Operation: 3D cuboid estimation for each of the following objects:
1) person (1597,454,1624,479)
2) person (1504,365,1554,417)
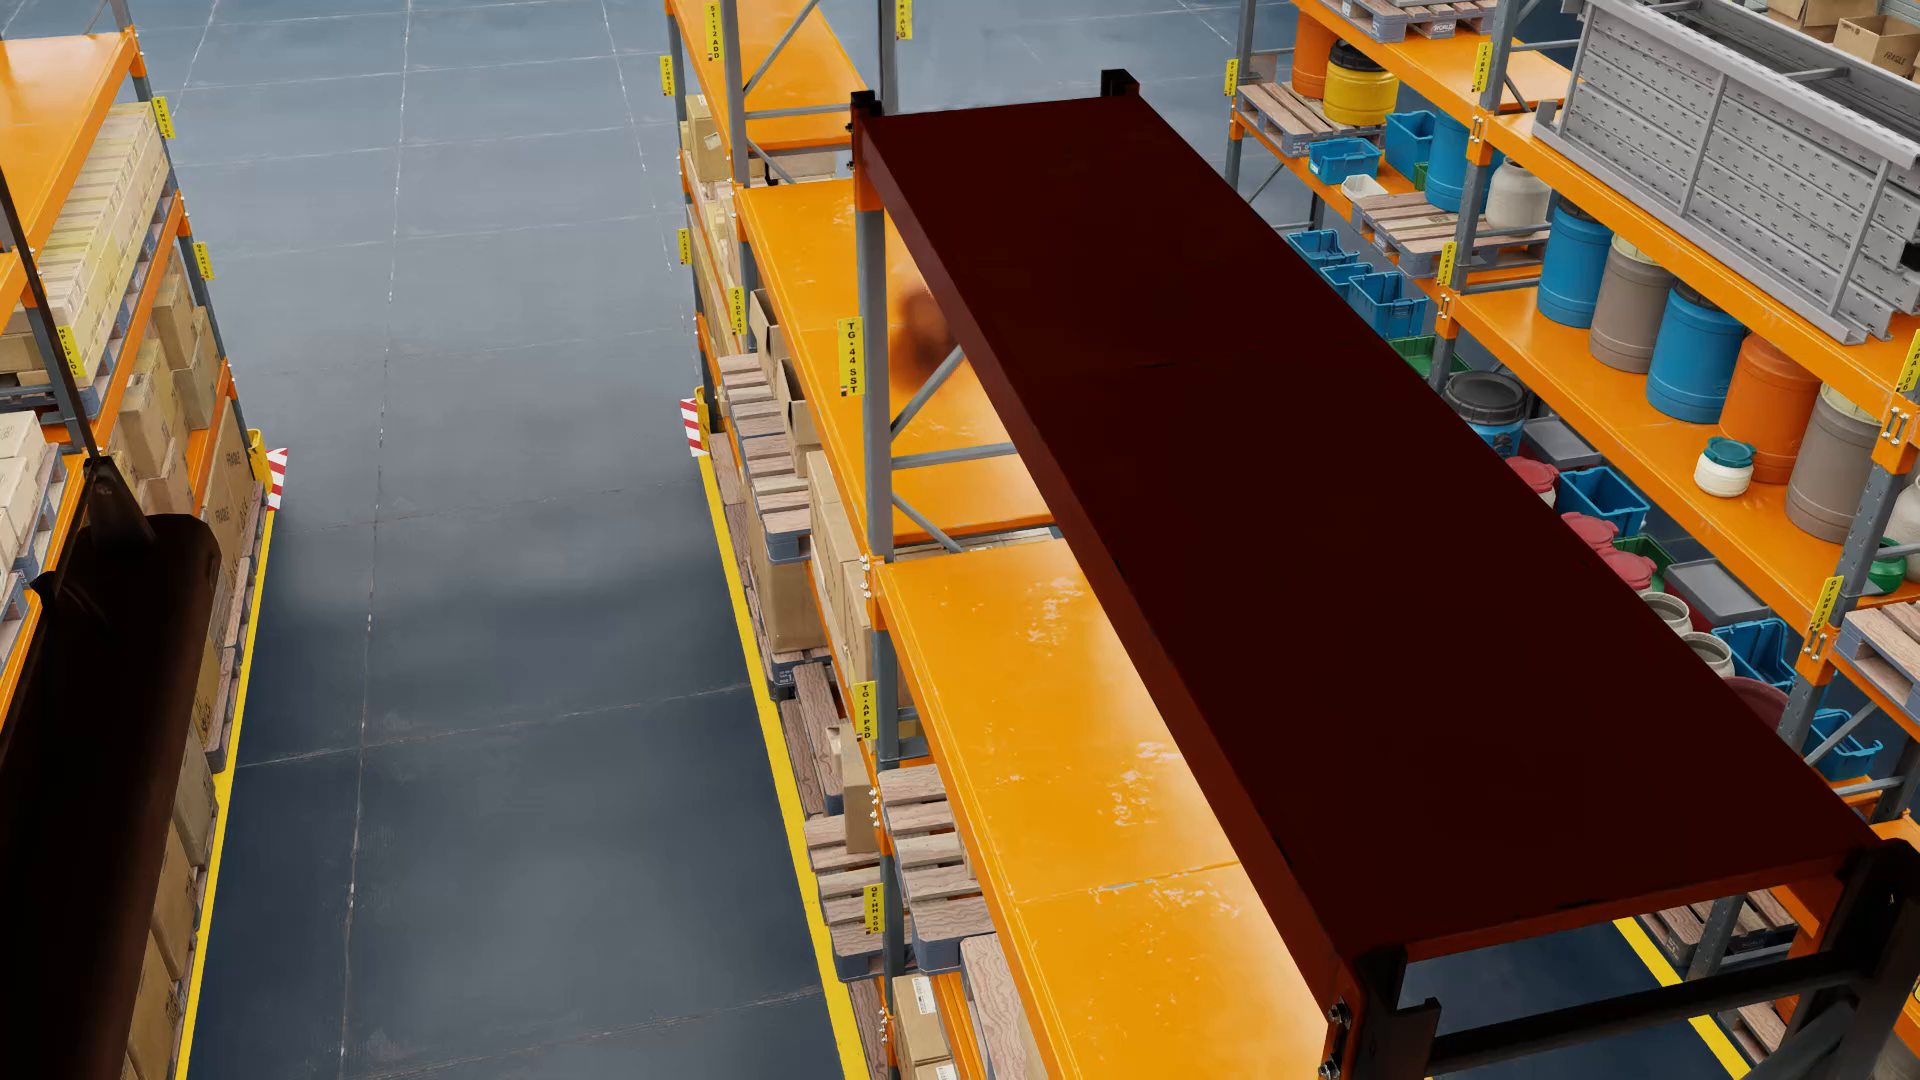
[{"bbox_3d":[5.491,-0.781,13.873,0.560,1.558,0.605,-6,35,-9],"label":"person"},{"bbox_3d":[5.112,-1.452,14.670,0.709,1.766,0.934,-5,35,-8],"label":"person"}]
